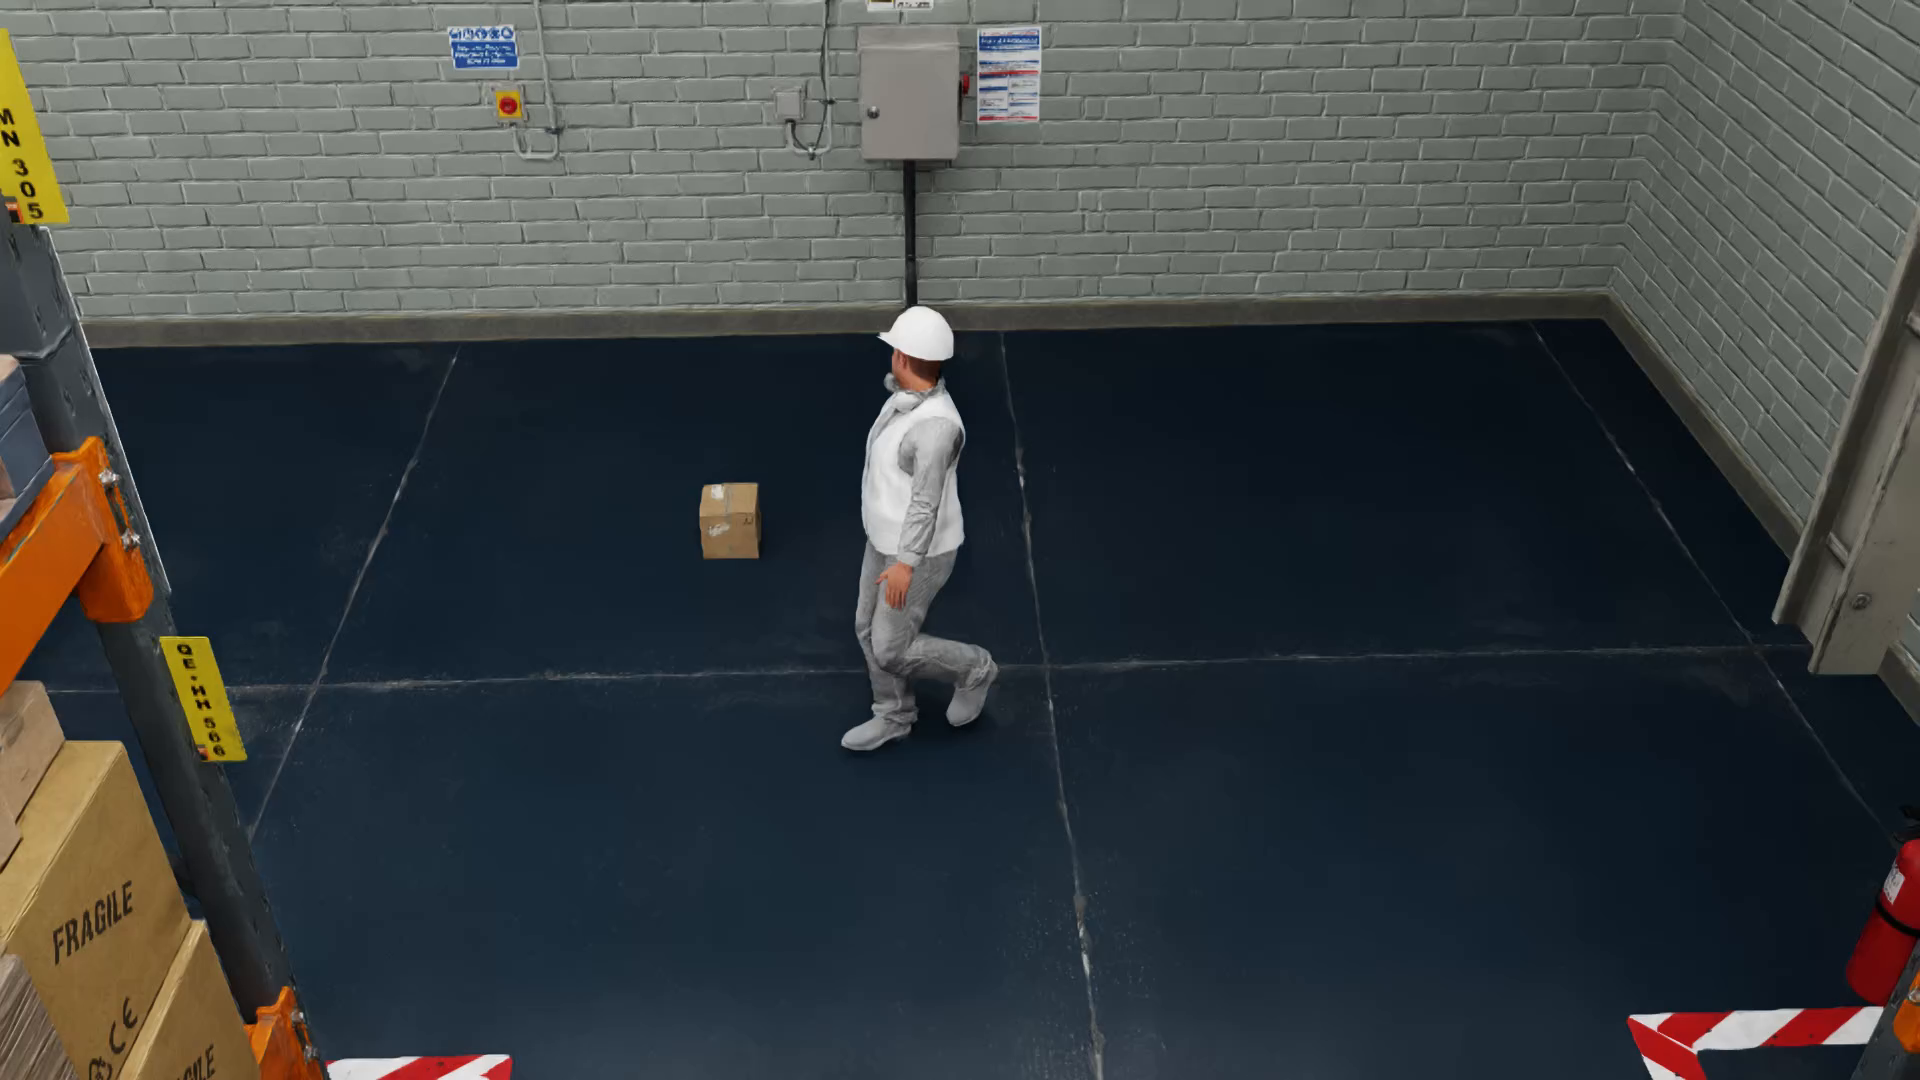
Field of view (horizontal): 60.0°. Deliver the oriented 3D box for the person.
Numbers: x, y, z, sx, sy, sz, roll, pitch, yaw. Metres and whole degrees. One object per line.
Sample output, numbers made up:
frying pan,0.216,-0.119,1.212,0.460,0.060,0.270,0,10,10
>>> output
person,-0.217,-0.022,6.196,0.618,1.728,0.579,-10,36,-14
